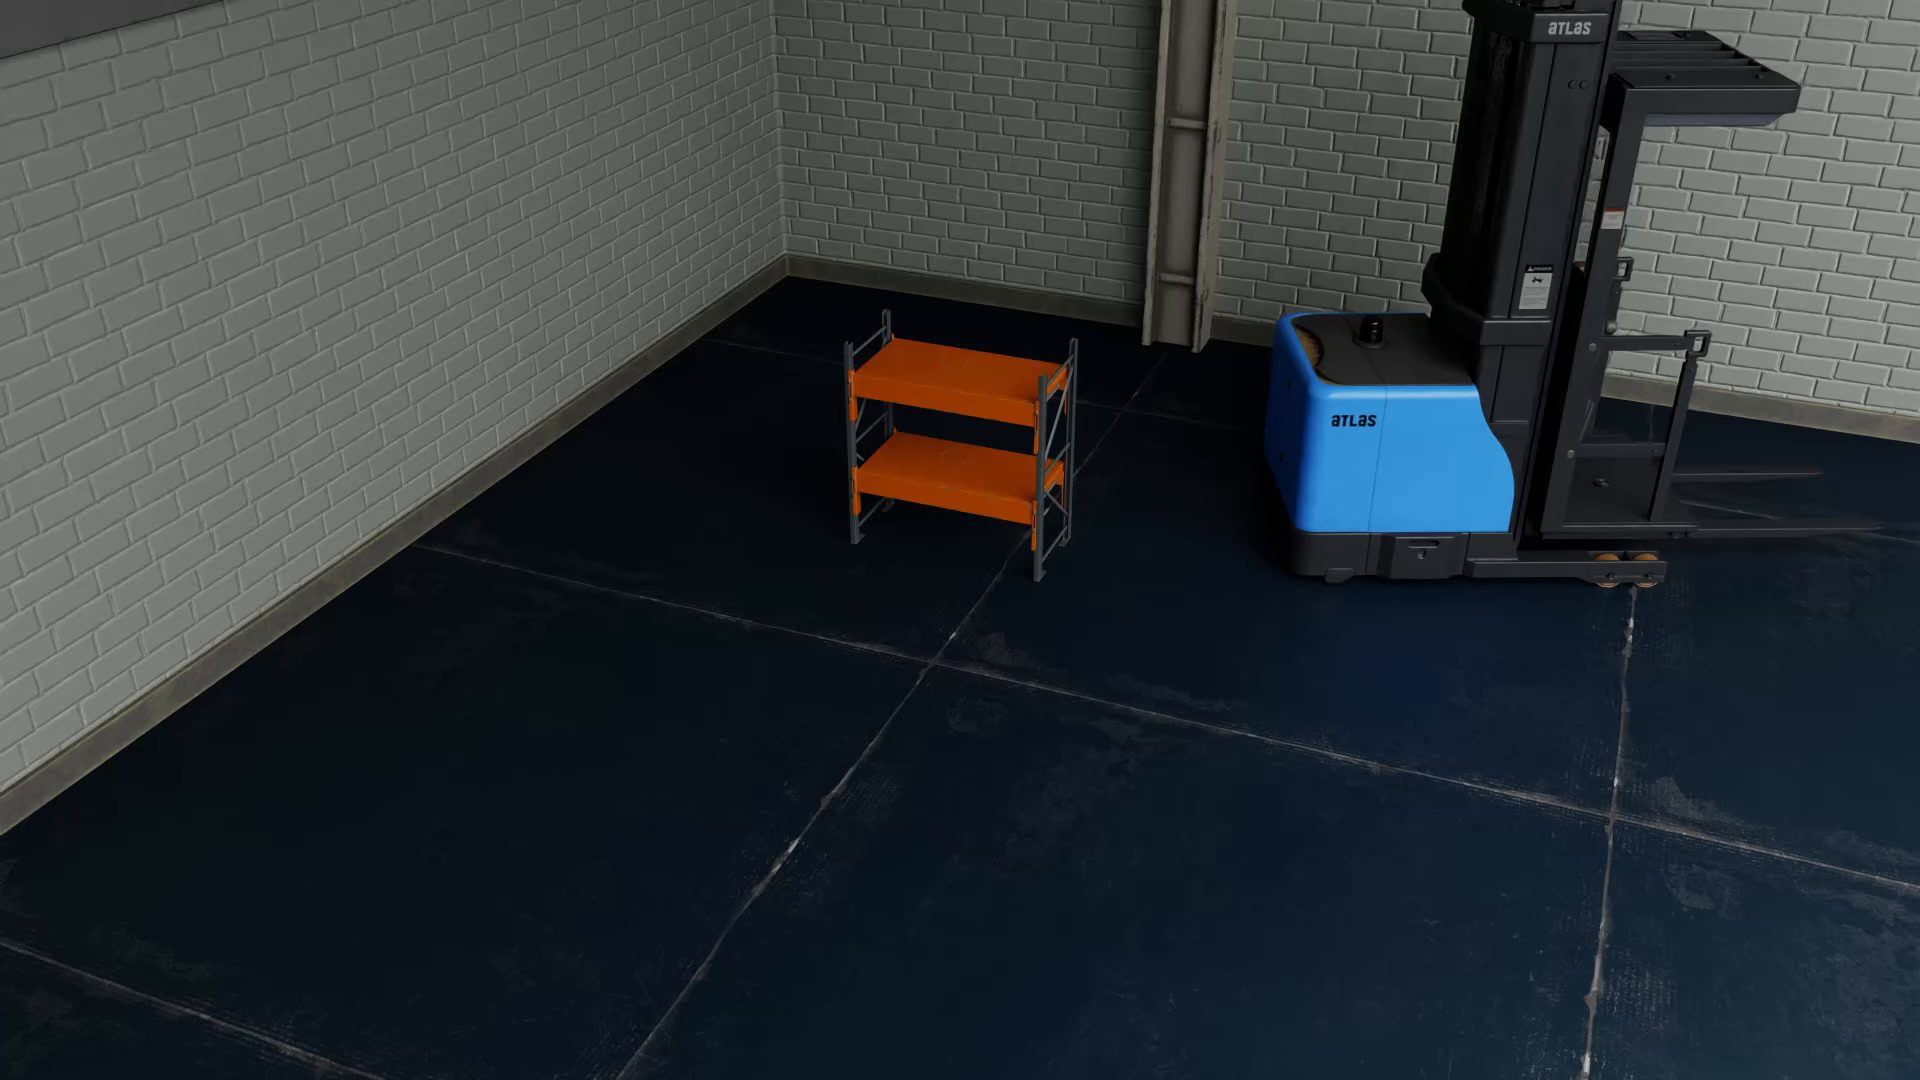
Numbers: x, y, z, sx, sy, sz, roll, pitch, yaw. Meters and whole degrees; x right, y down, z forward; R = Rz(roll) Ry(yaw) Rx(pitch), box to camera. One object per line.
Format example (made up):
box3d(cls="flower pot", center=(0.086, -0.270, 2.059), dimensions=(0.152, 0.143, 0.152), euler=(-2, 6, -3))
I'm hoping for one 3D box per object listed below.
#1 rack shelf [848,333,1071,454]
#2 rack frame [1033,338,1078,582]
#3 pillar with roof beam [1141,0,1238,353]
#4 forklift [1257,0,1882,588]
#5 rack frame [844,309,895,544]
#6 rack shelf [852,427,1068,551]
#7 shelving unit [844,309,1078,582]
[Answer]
box3d(cls="rack shelf", center=(0.006, -0.743, 8.327), dimensions=(1.000, 0.278, 0.538), euler=(11, 31, 19))
box3d(cls="rack frame", center=(0.477, -0.394, 8.305), dimensions=(0.032, 1.125, 0.500), euler=(11, 31, 19))
box3d(cls="pillar with roof beam", center=(-0.174, -3.290, 5.426), dimensions=(0.400, 9.000, 9.100), euler=(11, 31, 19))
box3d(cls="forklift", center=(3.147, -1.300, 8.071), dimensions=(3.031, 2.935, 1.130), euler=(0, 29, -1))
box3d(cls="rack frame", center=(-0.465, -0.582, 8.637), dimensions=(0.032, 1.125, 0.500), euler=(11, 31, 19))
box3d(cls="rack shelf", center=(0.006, -0.276, 8.591), dimensions=(1.000, 0.278, 0.538), euler=(11, 31, 19))
box3d(cls="shelving unit", center=(0.006, -0.488, 8.471), dimensions=(1.048, 1.125, 0.538), euler=(11, 31, 19))
